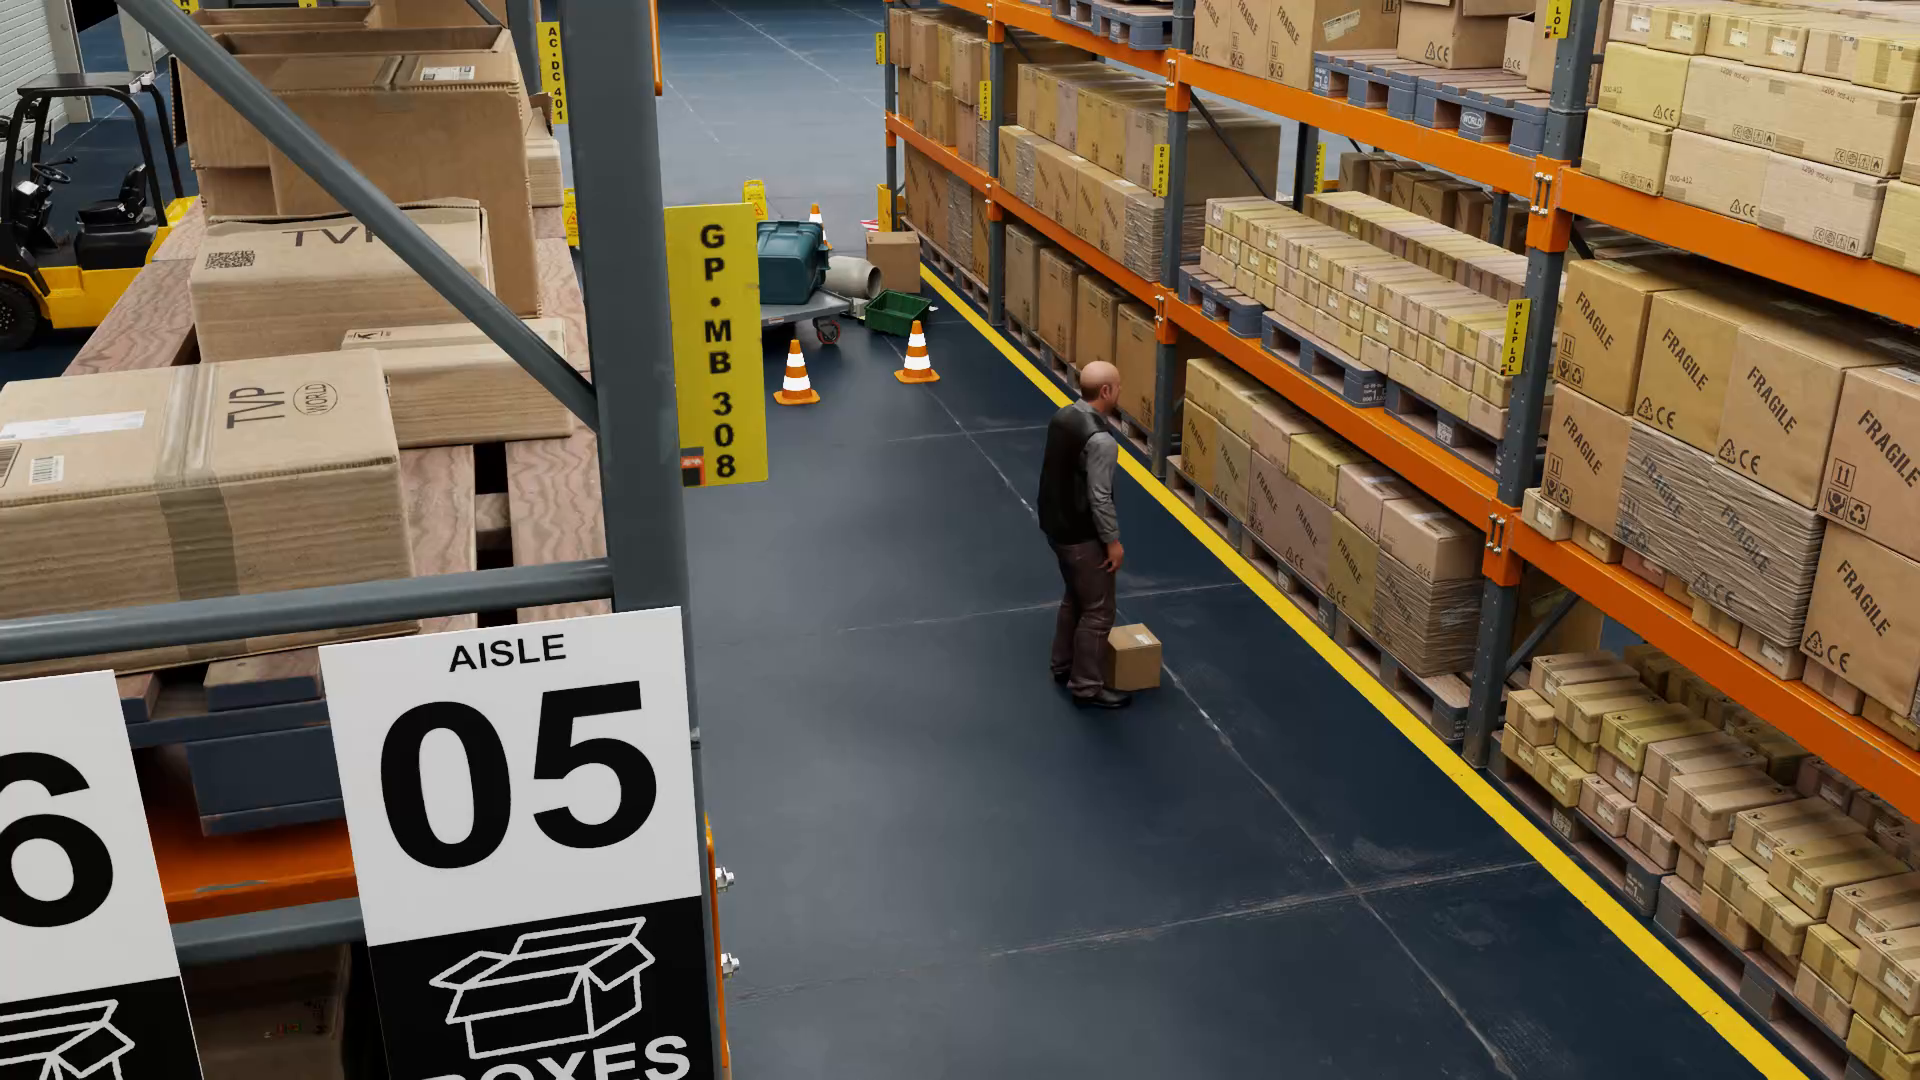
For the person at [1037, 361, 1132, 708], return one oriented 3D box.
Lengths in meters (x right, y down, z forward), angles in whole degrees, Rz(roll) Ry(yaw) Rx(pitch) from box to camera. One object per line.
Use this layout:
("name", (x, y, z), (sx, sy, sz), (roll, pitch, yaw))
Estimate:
("person", (0.603, -0.040, 8.221), (0.417, 1.720, 0.592), (-7, 24, -17))
